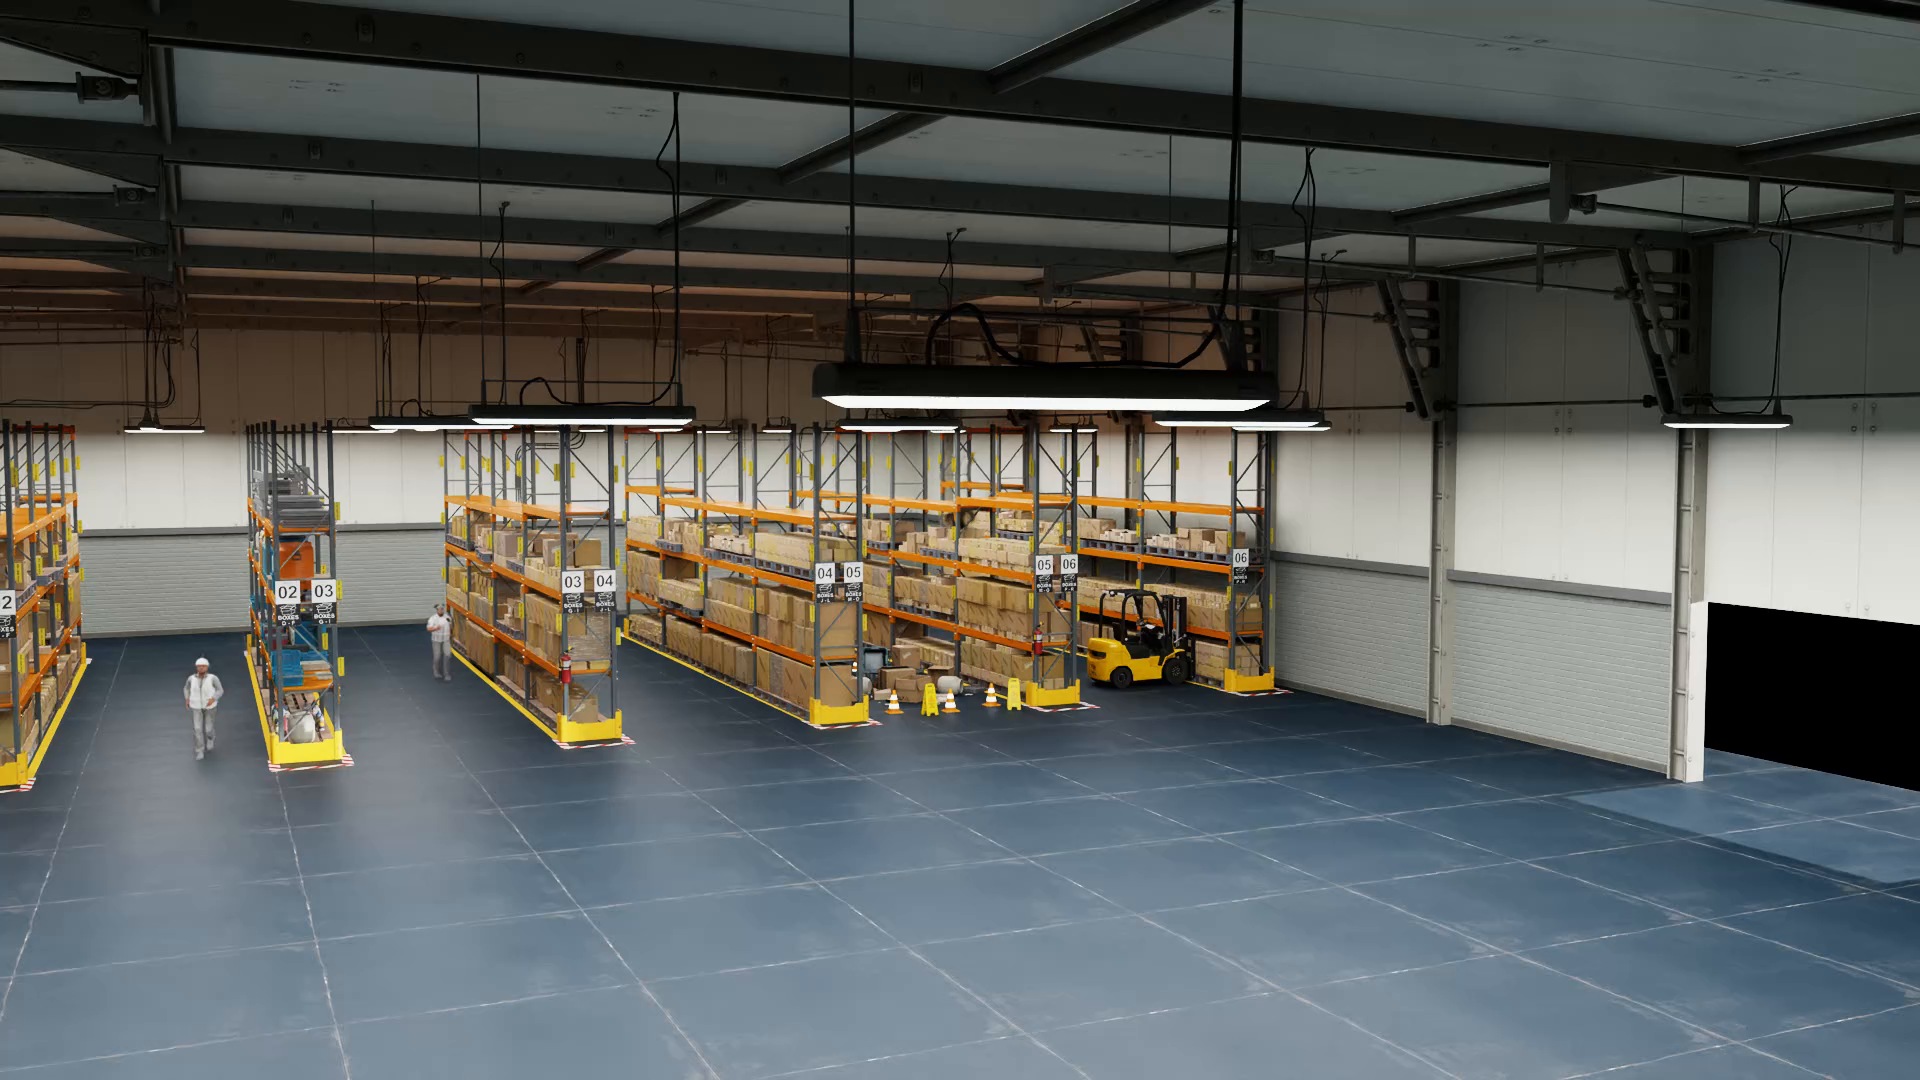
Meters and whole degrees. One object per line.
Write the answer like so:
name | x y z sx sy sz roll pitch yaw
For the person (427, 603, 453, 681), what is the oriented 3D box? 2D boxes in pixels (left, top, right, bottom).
person | -12.199 2.391 39.085 0.642 1.840 0.762 -2 4 -29

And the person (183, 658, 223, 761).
person | -13.517 2.987 29.702 0.670 1.779 0.862 -1 4 -18

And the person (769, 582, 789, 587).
person | -5.476 1.712 50.884 0.695 1.741 0.663 -1 4 -16

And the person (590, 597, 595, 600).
person | -10.374 1.962 47.868 0.624 1.640 0.558 1 4 15
